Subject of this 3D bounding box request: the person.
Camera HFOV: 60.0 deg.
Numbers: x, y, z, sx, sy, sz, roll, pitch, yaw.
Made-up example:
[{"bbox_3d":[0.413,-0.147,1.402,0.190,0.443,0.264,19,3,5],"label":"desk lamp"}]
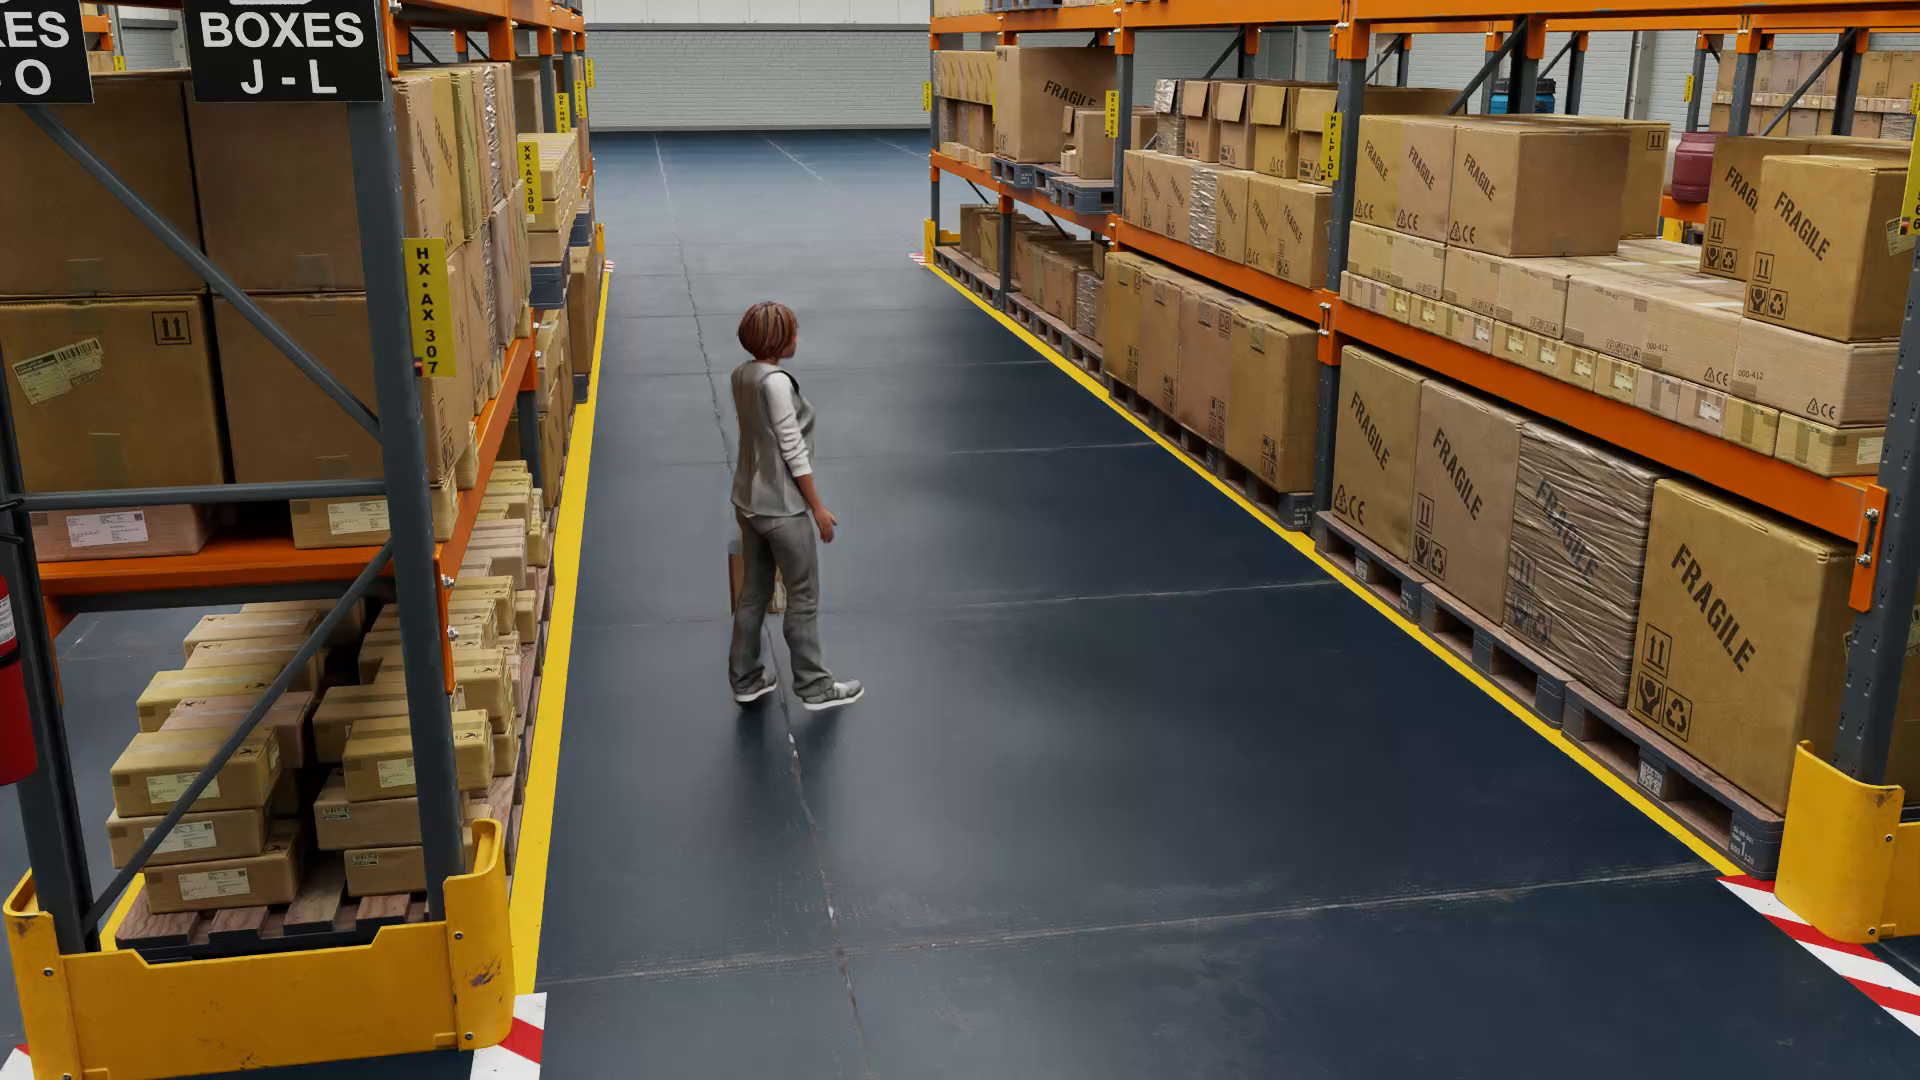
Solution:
[{"bbox_3d":[-0.651,-0.124,6.388,0.490,1.603,0.487,-9,19,-28],"label":"person"}]
